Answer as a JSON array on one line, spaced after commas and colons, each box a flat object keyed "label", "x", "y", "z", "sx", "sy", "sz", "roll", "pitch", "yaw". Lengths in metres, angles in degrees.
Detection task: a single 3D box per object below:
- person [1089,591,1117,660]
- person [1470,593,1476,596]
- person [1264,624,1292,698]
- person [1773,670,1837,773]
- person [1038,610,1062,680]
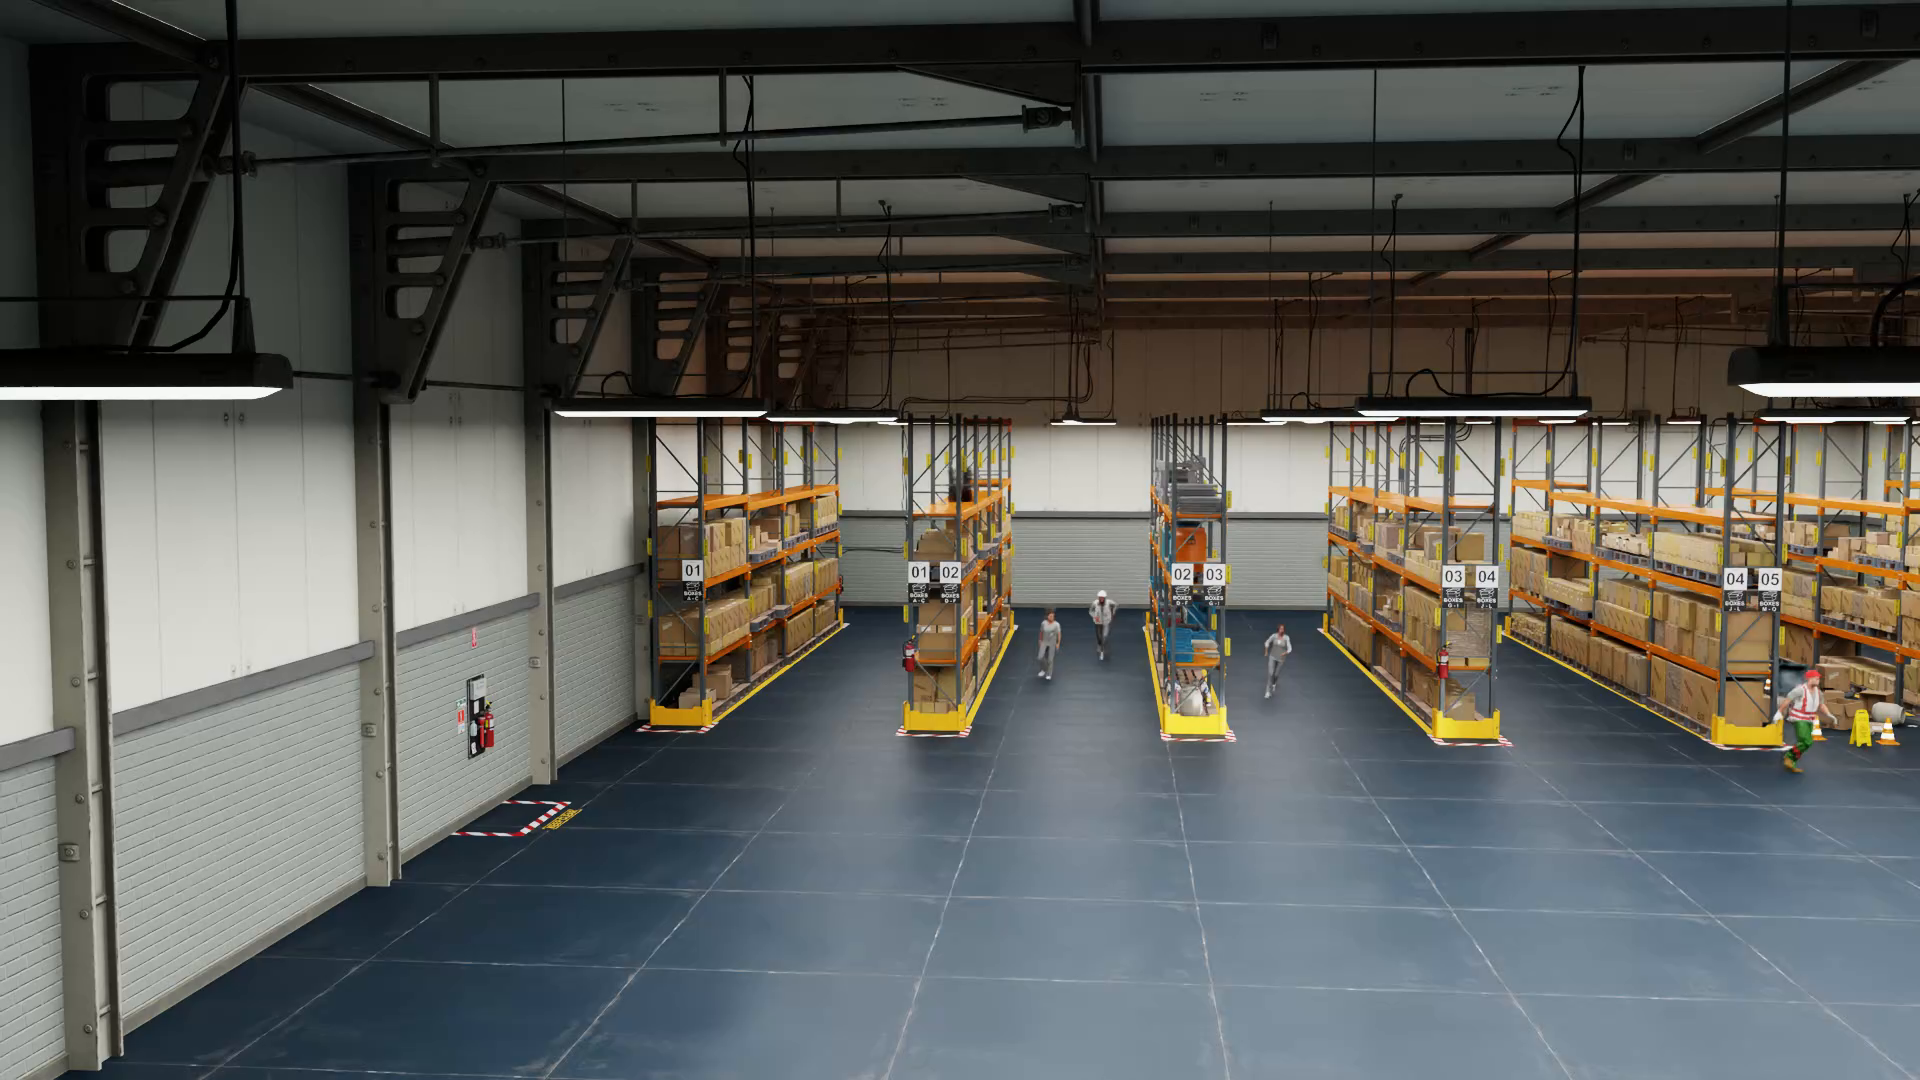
[{"label": "person", "x": 3.550, "y": 2.094, "z": 41.584, "sx": 0.674, "sy": 1.733, "sz": 1.003, "roll": 0, "pitch": 4, "yaw": 1}, {"label": "person", "x": 13.899, "y": 1.913, "z": 45.183, "sx": 0.550, "sy": 1.593, "sz": 0.613, "roll": 1, "pitch": 4, "yaw": 19}, {"label": "person", "x": 6.781, "y": 2.557, "z": 35.470, "sx": 0.574, "sy": 1.561, "sz": 0.805, "roll": 1, "pitch": 4, "yaw": 11}, {"label": "person", "x": 13.985, "y": 2.999, "z": 27.463, "sx": 0.651, "sy": 1.742, "sz": 0.813, "roll": -2, "pitch": 4, "yaw": -26}, {"label": "person", "x": 2.024, "y": 2.373, "z": 37.676, "sx": 0.580, "sy": 1.623, "sz": 0.617, "roll": 1, "pitch": 4, "yaw": 11}]
